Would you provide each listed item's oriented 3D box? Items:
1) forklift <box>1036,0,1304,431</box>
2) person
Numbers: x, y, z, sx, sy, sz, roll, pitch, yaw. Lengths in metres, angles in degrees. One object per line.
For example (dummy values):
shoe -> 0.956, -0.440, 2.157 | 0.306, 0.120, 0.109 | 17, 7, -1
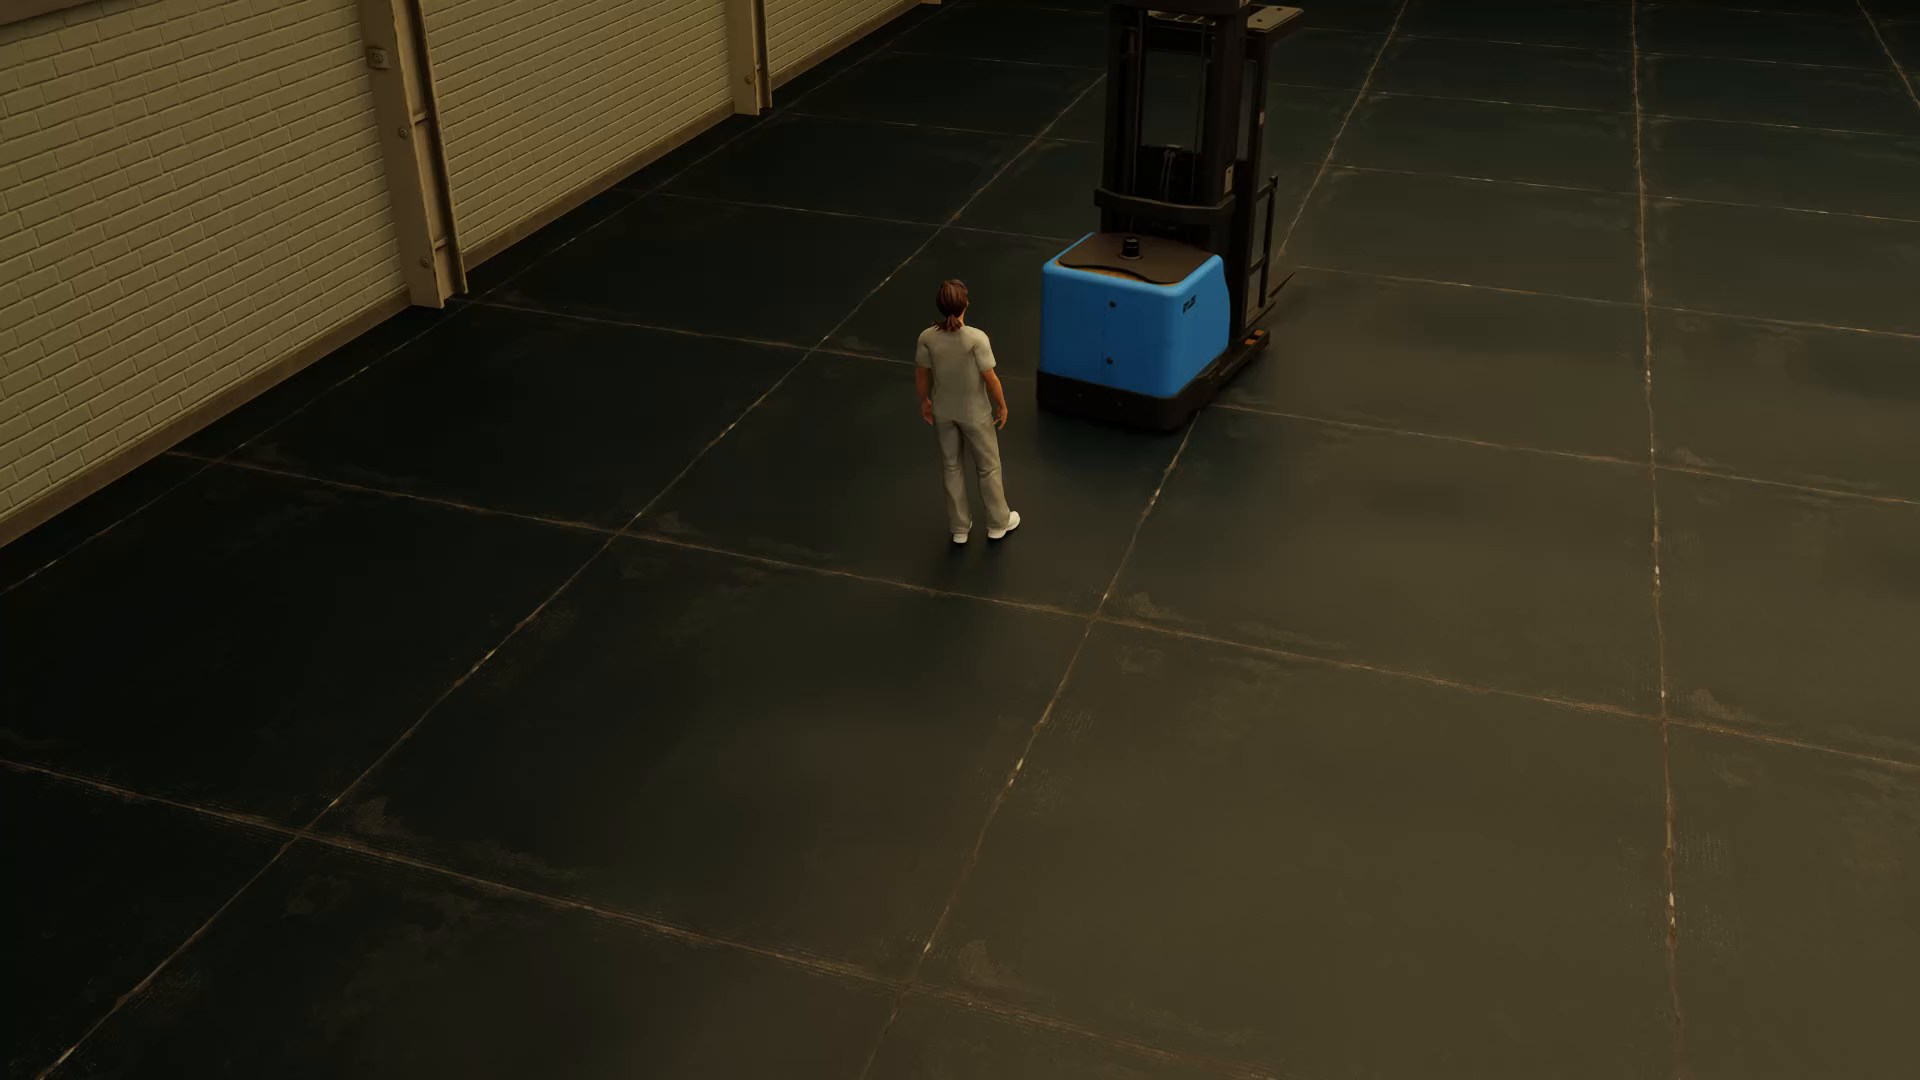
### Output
forklift -> 1.694, -2.711, 11.892 | 1.130, 2.935, 3.031 | 15, 33, 25
person -> 0.036, -0.762, 9.737 | 0.550, 1.666, 0.549 | 10, 31, 16
